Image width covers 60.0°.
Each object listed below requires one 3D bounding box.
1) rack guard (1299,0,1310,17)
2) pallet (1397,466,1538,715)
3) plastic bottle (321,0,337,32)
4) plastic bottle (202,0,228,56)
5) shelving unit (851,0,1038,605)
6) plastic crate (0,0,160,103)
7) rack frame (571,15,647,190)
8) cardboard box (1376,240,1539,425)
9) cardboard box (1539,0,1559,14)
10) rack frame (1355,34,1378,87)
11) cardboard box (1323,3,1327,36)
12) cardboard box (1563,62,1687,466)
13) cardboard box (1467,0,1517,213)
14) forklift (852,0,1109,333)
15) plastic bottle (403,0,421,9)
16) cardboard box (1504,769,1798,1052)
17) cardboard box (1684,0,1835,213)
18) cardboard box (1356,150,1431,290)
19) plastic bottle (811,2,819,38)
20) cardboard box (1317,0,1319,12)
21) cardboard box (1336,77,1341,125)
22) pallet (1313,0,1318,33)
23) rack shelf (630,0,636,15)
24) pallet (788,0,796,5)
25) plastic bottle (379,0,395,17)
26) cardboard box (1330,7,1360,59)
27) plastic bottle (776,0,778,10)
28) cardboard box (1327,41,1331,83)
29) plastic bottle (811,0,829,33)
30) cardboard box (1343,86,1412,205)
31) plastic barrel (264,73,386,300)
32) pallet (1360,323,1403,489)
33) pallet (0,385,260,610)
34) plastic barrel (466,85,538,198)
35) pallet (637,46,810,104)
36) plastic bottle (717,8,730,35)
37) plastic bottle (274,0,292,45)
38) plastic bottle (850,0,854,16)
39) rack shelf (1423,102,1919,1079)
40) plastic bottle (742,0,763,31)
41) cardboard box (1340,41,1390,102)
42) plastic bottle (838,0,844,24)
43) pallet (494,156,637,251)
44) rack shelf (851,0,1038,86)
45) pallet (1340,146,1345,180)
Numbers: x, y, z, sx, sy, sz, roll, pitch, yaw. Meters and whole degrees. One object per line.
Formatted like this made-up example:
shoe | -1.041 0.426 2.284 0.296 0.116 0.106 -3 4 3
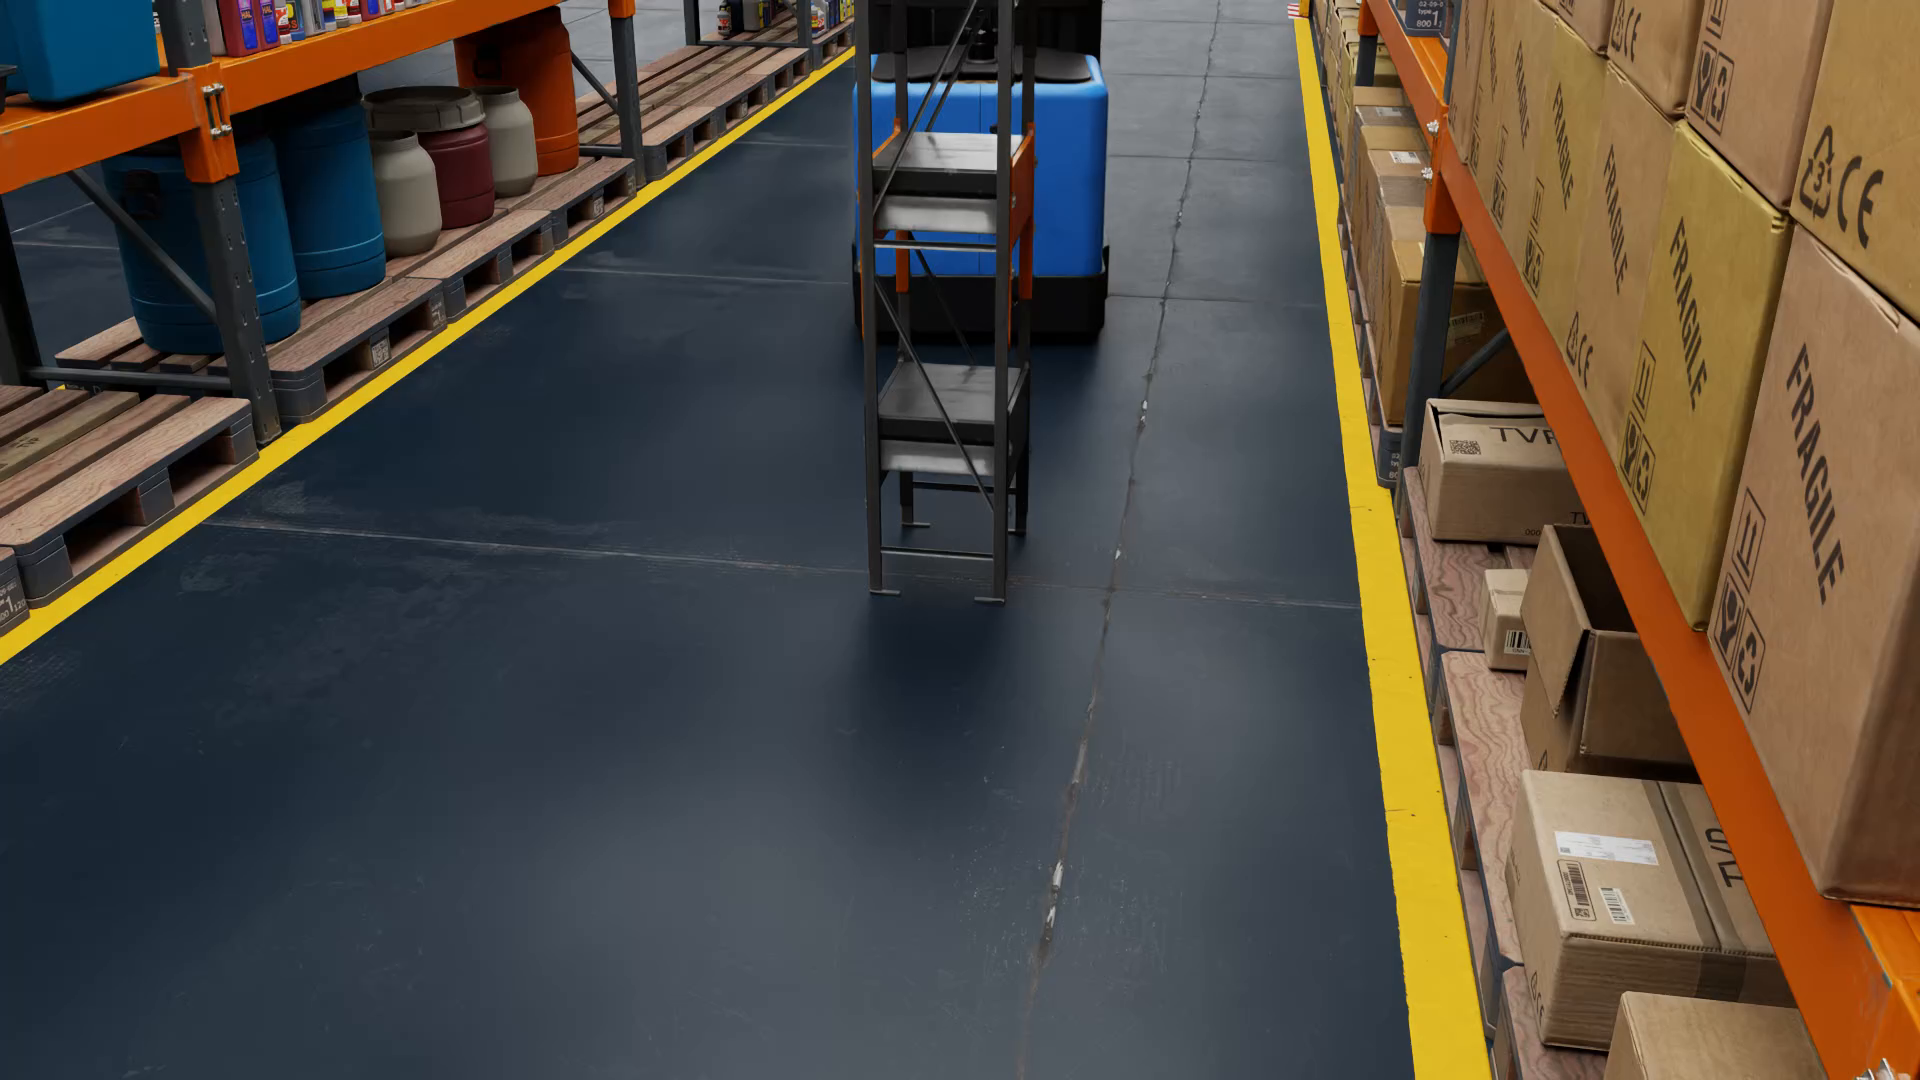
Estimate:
rack guard | 3.876 -5.303 15.990 1.175 0.500 0.348 4 25 9
pallet | 1.798 0.144 4.694 1.003 0.211 1.213 4 25 9
plastic bottle | -2.418 -2.060 6.264 0.097 0.271 0.097 0 25 0
plastic bottle | -2.591 -1.871 5.766 0.144 0.351 0.185 4 25 9
shelving unit | -0.027 -0.882 4.657 0.431 2.100 0.503 4 25 9
plastic crate | -2.715 -1.552 4.976 0.392 0.384 0.575 4 25 9
rack frame | -2.322 -3.424 9.027 1.000 3.000 0.127 4 25 9
cardboard box | 1.709 -0.700 5.636 0.500 0.500 0.500 4 25 8
cardboard box | 1.388 -1.296 3.184 0.500 0.500 0.500 3 25 7
rack frame | 2.565 -3.079 8.290 1.000 3.000 0.127 4 25 9
cardboard box | 3.170 -4.115 13.250 0.500 0.250 0.500 4 25 9
cardboard box | 1.230 -0.410 2.471 0.500 0.500 0.500 4 25 9
cardboard box | 1.478 -1.043 3.822 0.500 0.500 0.500 4 25 9
forklift | 0.109 -2.770 7.711 1.130 2.935 3.031 0 25 1
plastic bottle | -2.335 -2.346 6.871 0.152 0.276 0.135 4 25 9
cardboard box | 1.288 0.673 2.999 0.500 0.250 0.500 4 25 9
cardboard box | 1.140 -0.648 1.799 0.500 0.500 0.500 5 25 10
cardboard box | 1.961 -1.329 6.980 0.500 0.500 0.500 3 25 7
plastic bottle | -1.183 -4.164 13.306 0.097 0.271 0.097 0 25 0
cardboard box | 3.405 -4.743 14.592 0.500 0.250 0.500 4 25 9
cardboard box | 2.576 -2.687 10.201 0.500 0.250 0.500 5 25 10
pallet | 3.788 -4.840 15.340 1.003 0.211 1.213 4 25 9
rack shelf | -1.995 -3.935 10.966 1.077 0.370 4.000 4 25 9
pallet | -1.118 -5.133 15.966 1.003 0.211 1.213 4 25 9
plastic bottle | -2.373 -2.249 6.664 0.152 0.276 0.135 4 25 9
cardboard box | 2.735 -3.370 10.998 0.500 0.311 0.500 3 25 7
plastic bottle | -1.674 -4.854 14.780 0.097 0.271 0.097 0 25 0
cardboard box | 2.823 -3.332 11.578 0.500 0.250 0.500 5 25 10
plastic bottle | -1.158 -4.303 13.598 0.152 0.276 0.135 5 26 10
cardboard box | 2.208 -1.976 8.363 0.500 0.500 0.500 5 26 11
plastic barrel | -2.754 -1.513 6.925 0.600 0.901 0.708 4 25 9
pallet | 2.006 -0.486 6.040 1.003 0.211 1.213 4 25 9
pallet | -3.057 -0.178 5.381 1.003 0.211 1.213 4 25 9
plastic barrel | -2.389 -2.039 8.508 0.421 0.512 0.421 0 25 0
pallet | -1.758 -3.503 12.485 1.003 0.211 1.213 4 25 9
plastic bottle | -1.916 -4.202 13.471 0.097 0.201 0.097 0 25 0
plastic bottle | -2.472 -1.890 5.984 0.097 0.201 0.097 0 25 0
plastic bottle | -0.996 -4.740 14.444 0.144 0.351 0.185 5 26 11
rack shelf | 1.584 -0.244 3.082 1.077 0.370 4.000 4 25 9
plastic bottle | -1.705 -4.376 13.666 0.144 0.351 0.185 4 25 9
cardboard box | 2.486 -2.732 9.635 0.500 0.311 0.500 4 25 8
plastic bottle | -1.028 -4.520 14.053 0.061 0.283 0.133 5 26 11
pallet | -2.409 -1.829 8.907 1.003 0.211 1.213 4 25 9
rack shelf | -0.027 -1.503 4.366 0.431 0.518 0.480 4 25 9
pallet | 2.738 -2.158 9.611 1.003 0.211 1.213 4 25 9
